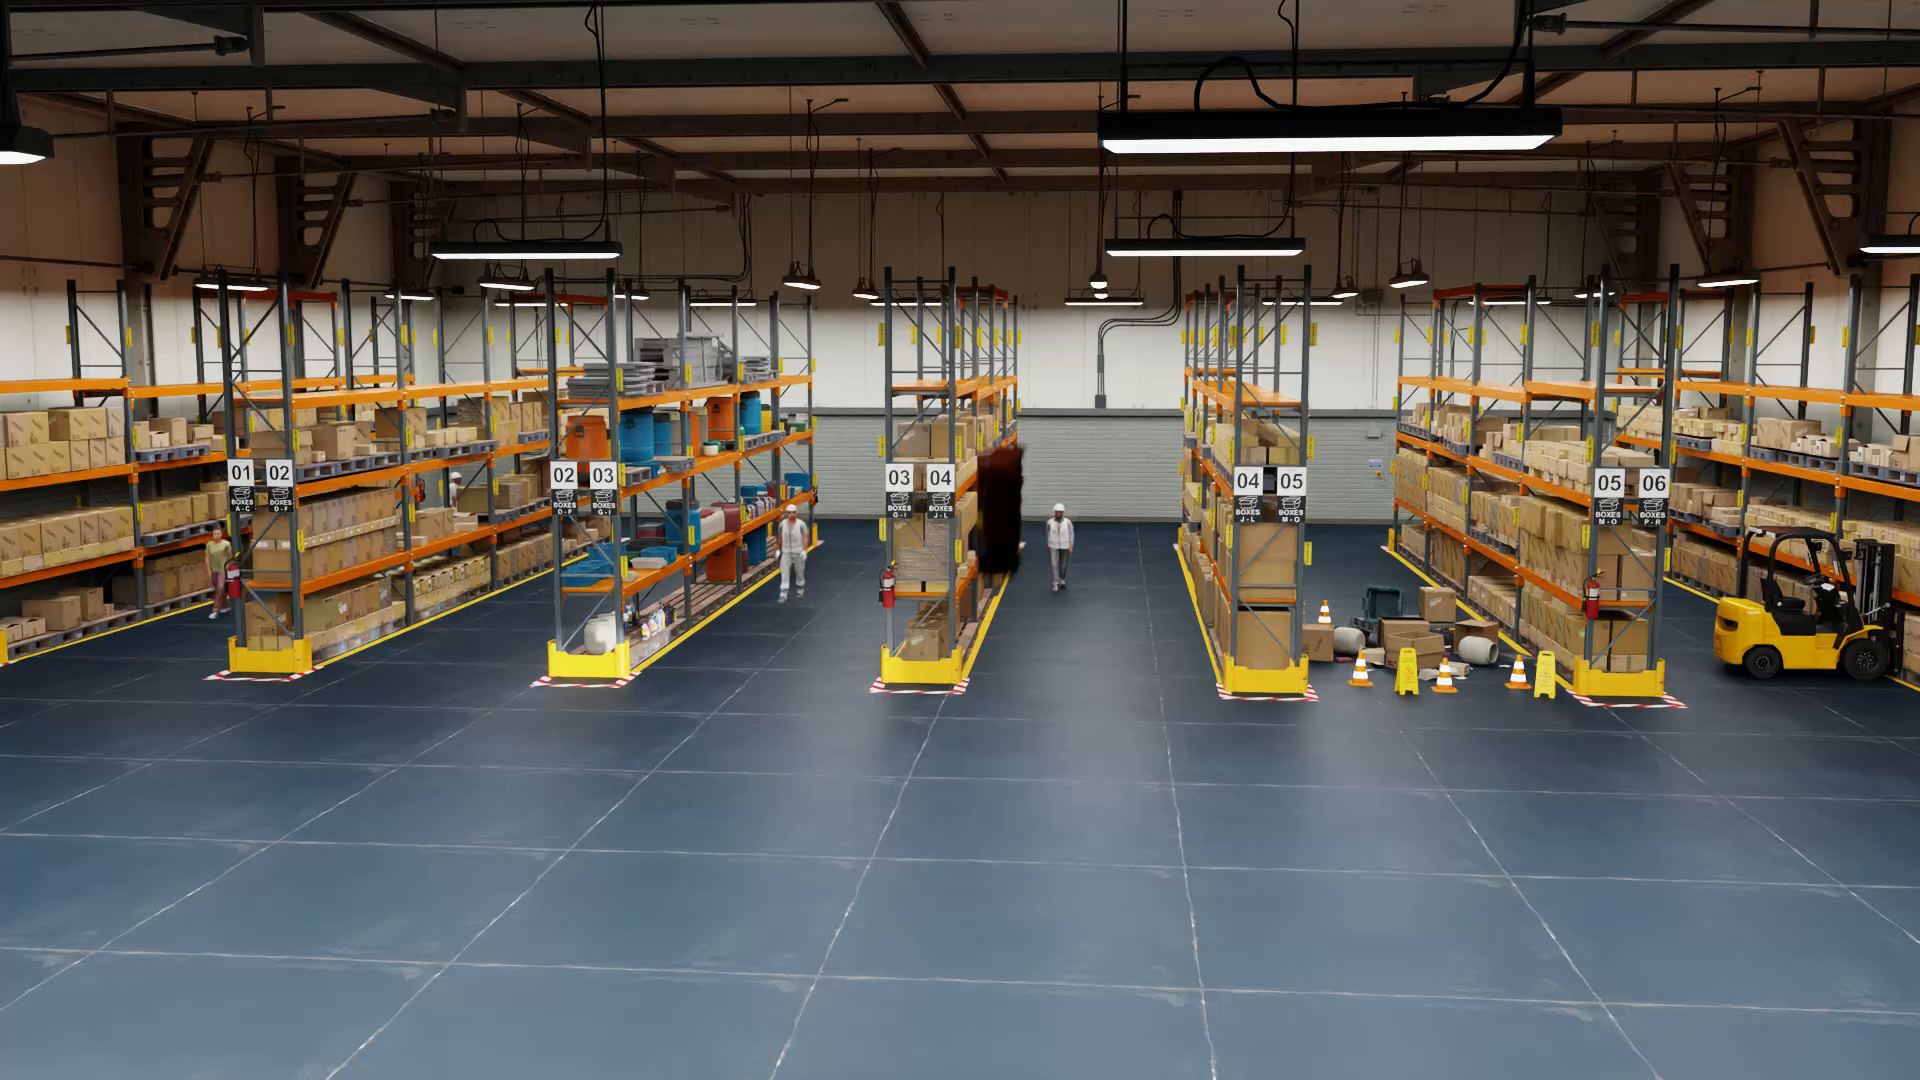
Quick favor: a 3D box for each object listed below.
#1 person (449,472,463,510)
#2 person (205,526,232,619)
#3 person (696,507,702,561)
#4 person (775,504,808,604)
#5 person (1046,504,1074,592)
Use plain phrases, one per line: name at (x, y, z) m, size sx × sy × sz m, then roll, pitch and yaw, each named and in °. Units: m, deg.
person at (-12.224, -0.742, 40.023) m, size 0.858 × 1.776 × 0.610 m, roll -5°, pitch 8°, yaw -34°
person at (-13.362, 0.553, 29.929) m, size 0.438 × 1.615 × 0.961 m, roll 0°, pitch 7°, yaw -4°
person at (-5.974, -0.253, 37.048) m, size 0.509 × 1.495 × 0.784 m, roll 2°, pitch 7°, yaw 15°
person at (-3.002, 0.220, 29.610) m, size 0.647 × 1.735 × 0.828 m, roll 1°, pitch 7°, yaw 10°
person at (1.980, 0.134, 32.984) m, size 0.565 × 1.719 × 1.068 m, roll 0°, pitch 7°, yaw 3°
